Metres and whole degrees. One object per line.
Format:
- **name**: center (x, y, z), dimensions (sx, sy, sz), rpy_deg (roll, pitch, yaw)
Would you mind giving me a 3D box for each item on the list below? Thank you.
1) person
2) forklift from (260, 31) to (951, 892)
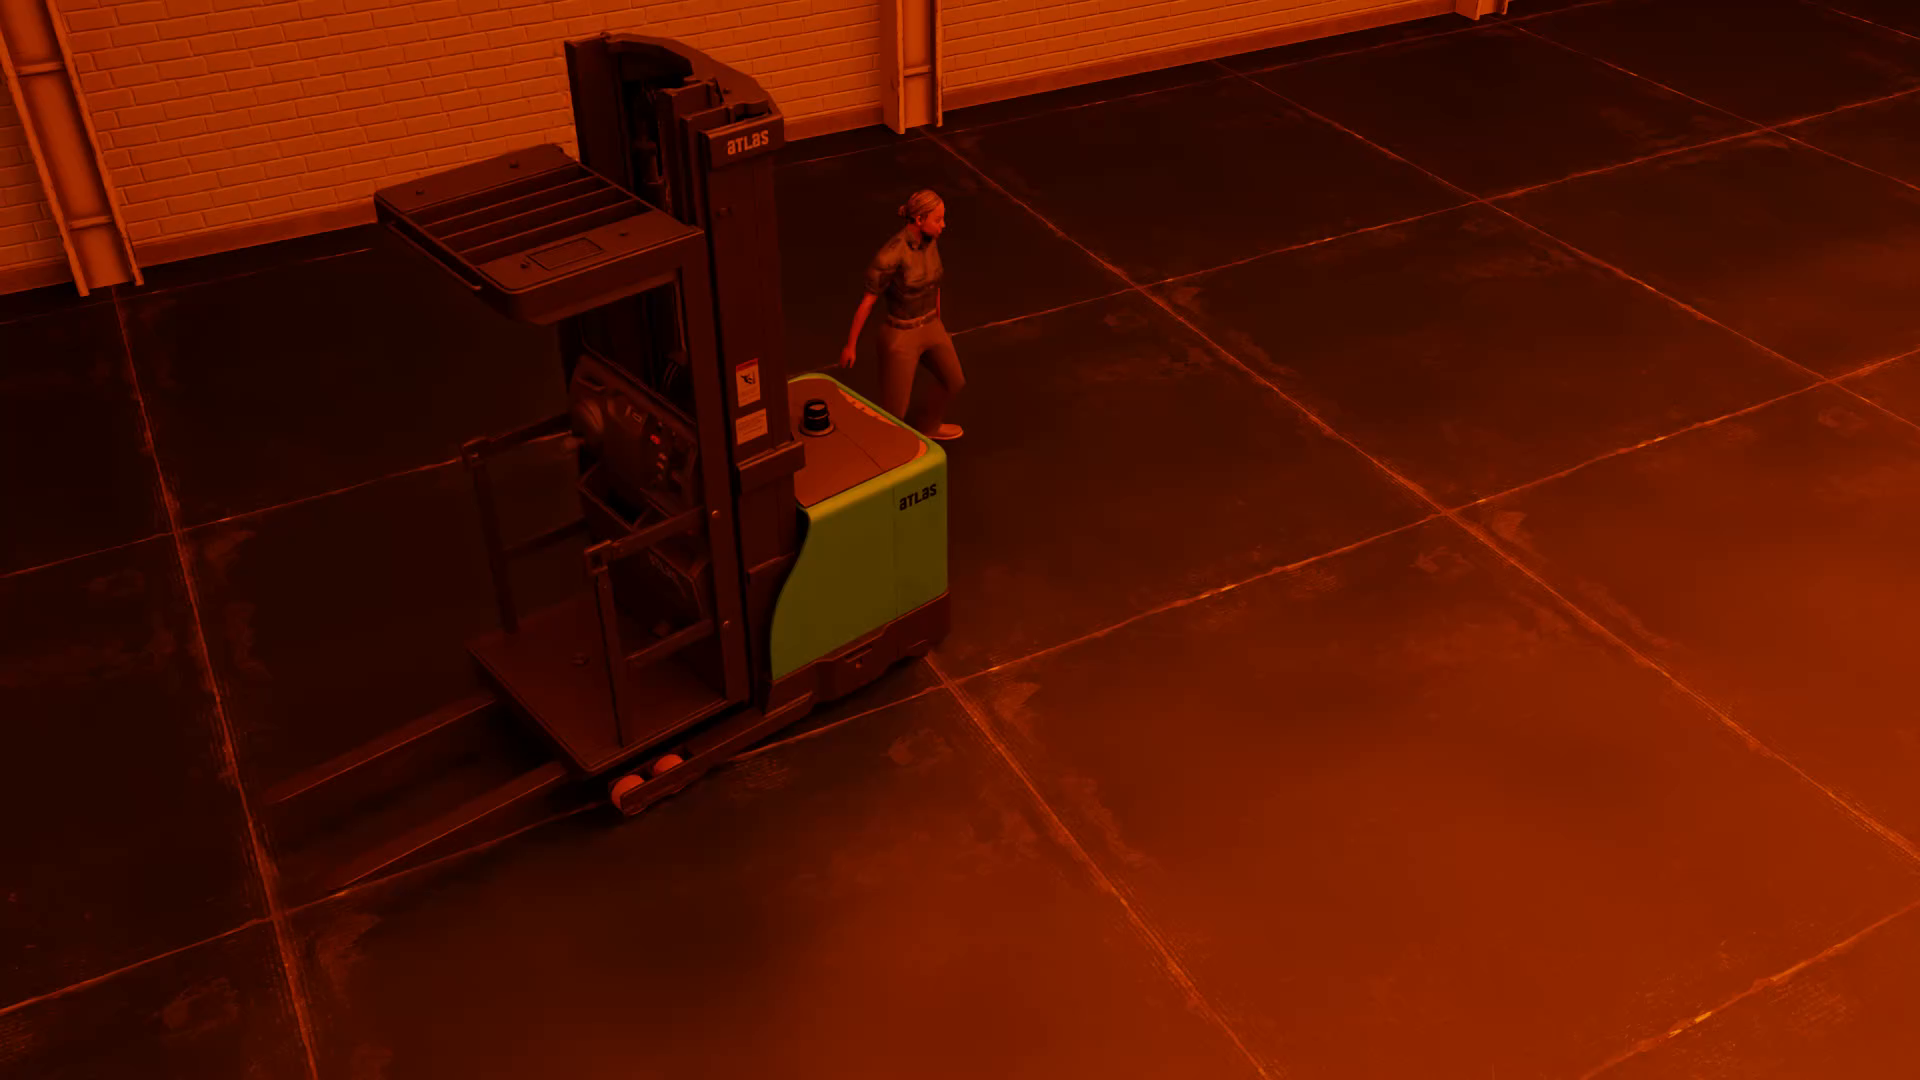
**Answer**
- **person**: center (-0.322, -1.100, 8.889), dimensions (0.460, 1.636, 0.818), rpy_deg (27, 43, 33)
- **forklift**: center (-1.492, -0.382, 6.663), dimensions (3.031, 2.935, 1.130), rpy_deg (-26, 43, -32)
